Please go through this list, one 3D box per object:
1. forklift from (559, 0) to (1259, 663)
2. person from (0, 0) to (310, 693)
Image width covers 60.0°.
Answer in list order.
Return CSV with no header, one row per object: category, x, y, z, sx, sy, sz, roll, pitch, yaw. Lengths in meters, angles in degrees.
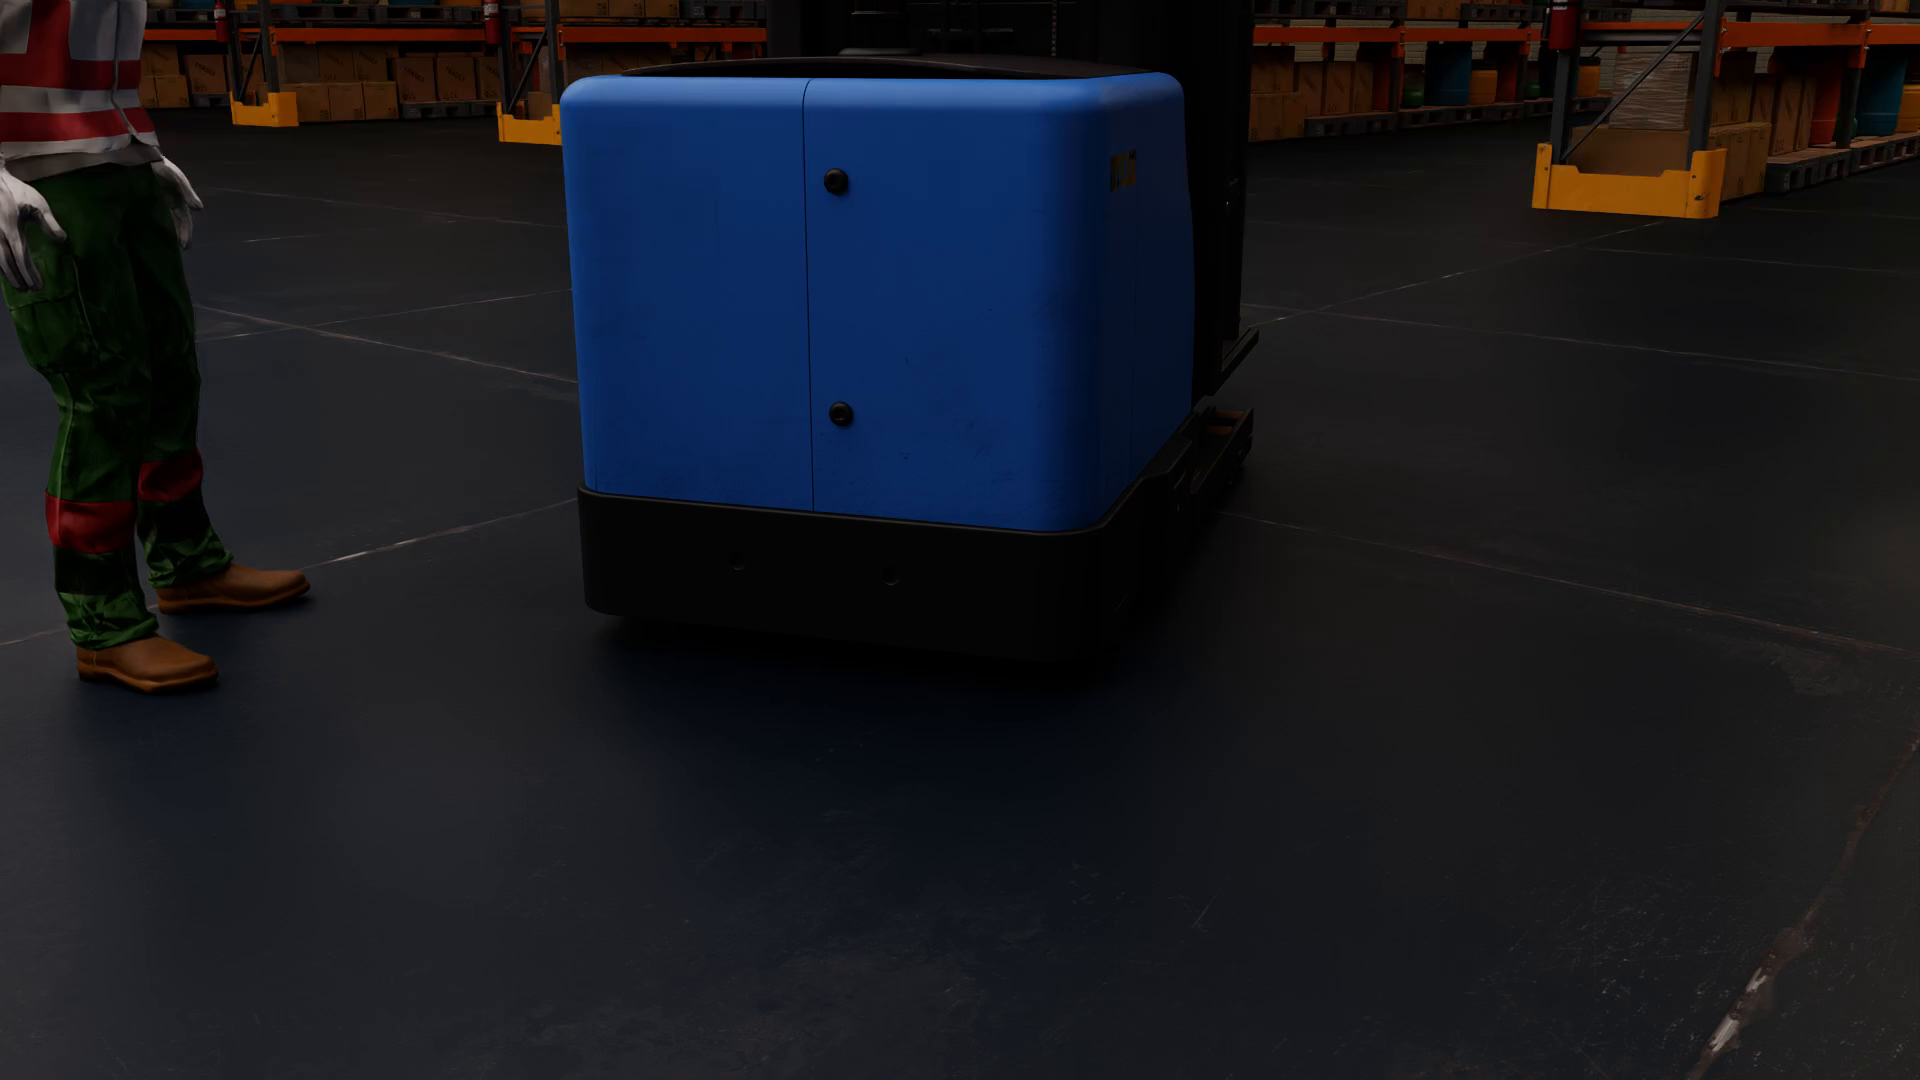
forklift,0.182,-1.571,4.072,1.130,2.935,3.031,5,18,17
person,-1.560,-0.639,2.994,0.449,1.778,0.678,0,17,-1
